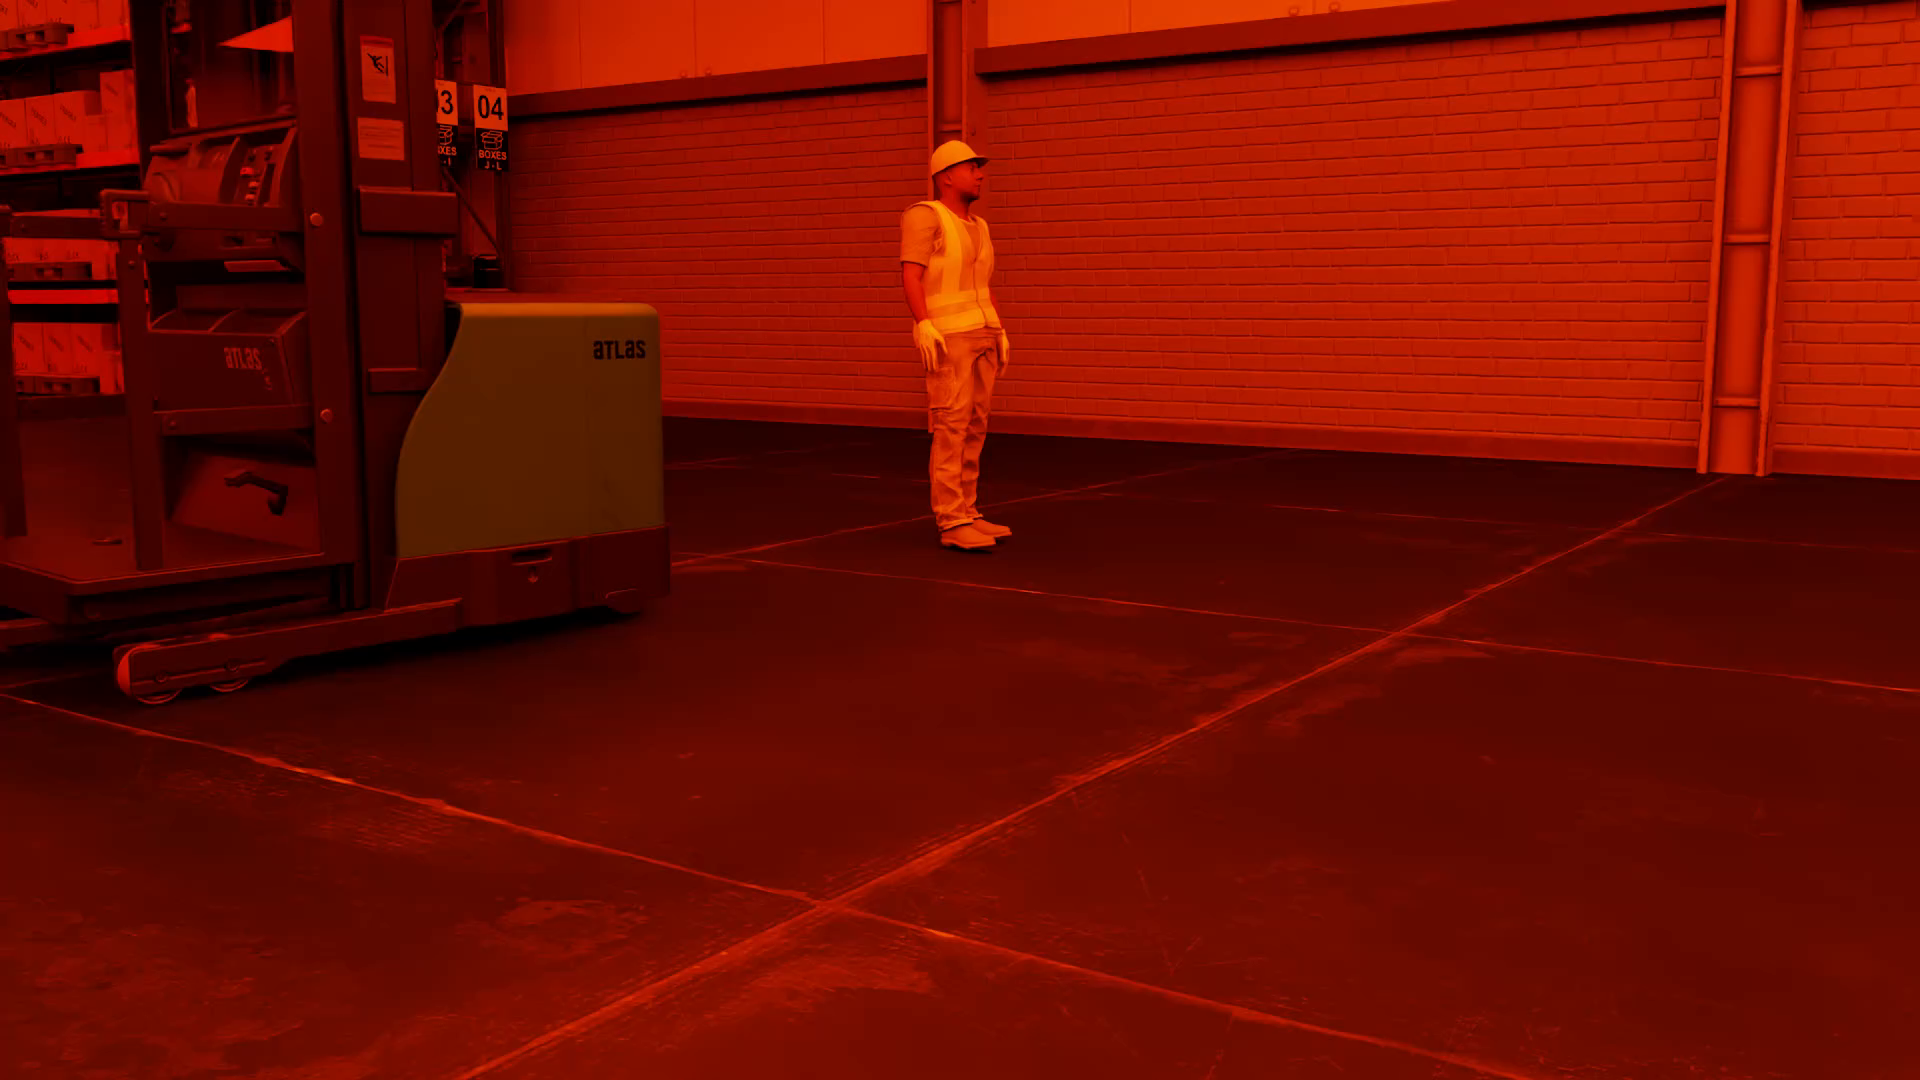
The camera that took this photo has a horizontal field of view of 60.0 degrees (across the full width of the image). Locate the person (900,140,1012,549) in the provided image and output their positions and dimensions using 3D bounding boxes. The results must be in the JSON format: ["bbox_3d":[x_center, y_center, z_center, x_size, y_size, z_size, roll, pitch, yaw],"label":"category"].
[{"bbox_3d":[0.055,-0.883,7.430,0.575,1.785,0.657,5,10,34],"label":"person"}]

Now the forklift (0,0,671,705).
[{"bbox_3d":[-2.367,-1.087,4.838,1.130,2.935,3.031,7,11,41],"label":"forklift"}]
